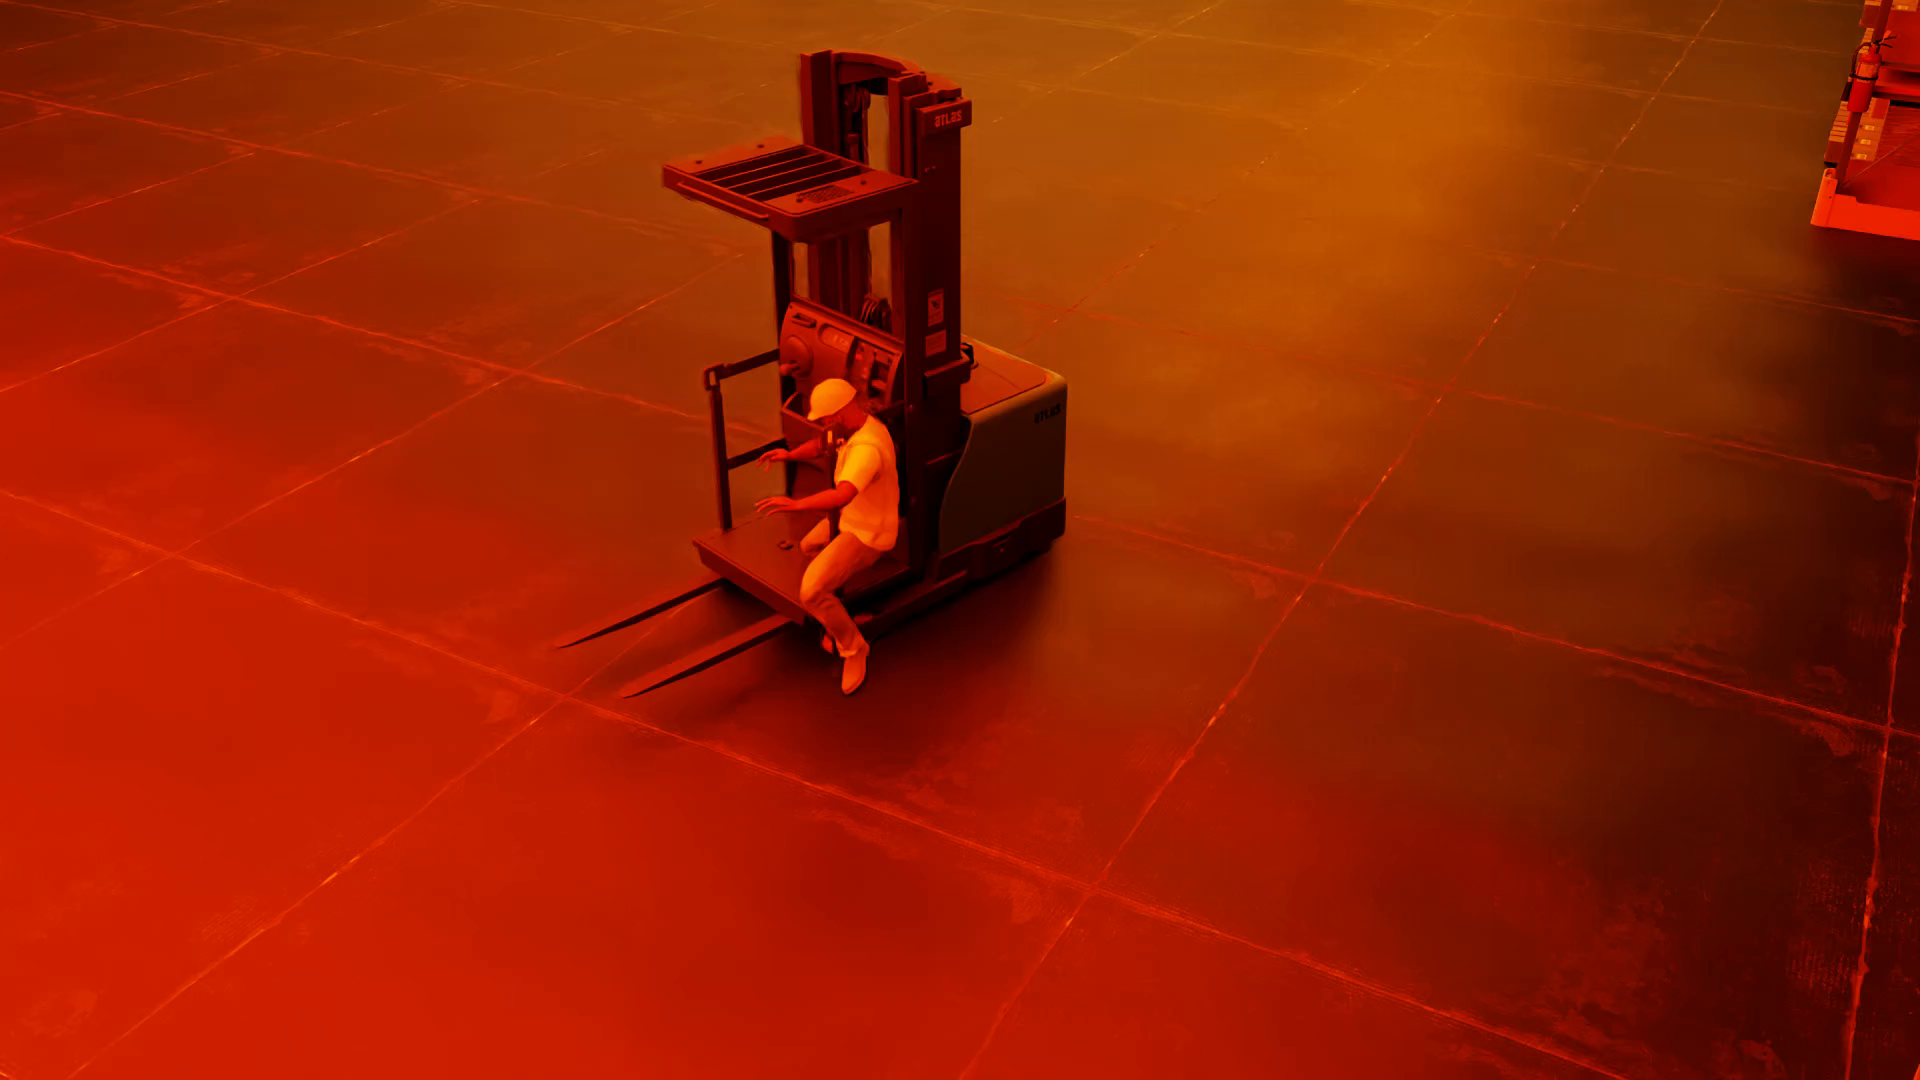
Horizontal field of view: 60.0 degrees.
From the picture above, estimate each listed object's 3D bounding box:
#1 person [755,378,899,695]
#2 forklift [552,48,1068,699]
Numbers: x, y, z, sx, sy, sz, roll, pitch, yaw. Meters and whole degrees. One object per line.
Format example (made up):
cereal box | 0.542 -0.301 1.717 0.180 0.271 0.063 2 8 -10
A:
person | -0.682 -0.120 8.639 0.737 1.545 1.076 -1 30 -1
forklift | -0.789 -0.936 8.693 3.031 2.935 1.130 -25 38 -36
